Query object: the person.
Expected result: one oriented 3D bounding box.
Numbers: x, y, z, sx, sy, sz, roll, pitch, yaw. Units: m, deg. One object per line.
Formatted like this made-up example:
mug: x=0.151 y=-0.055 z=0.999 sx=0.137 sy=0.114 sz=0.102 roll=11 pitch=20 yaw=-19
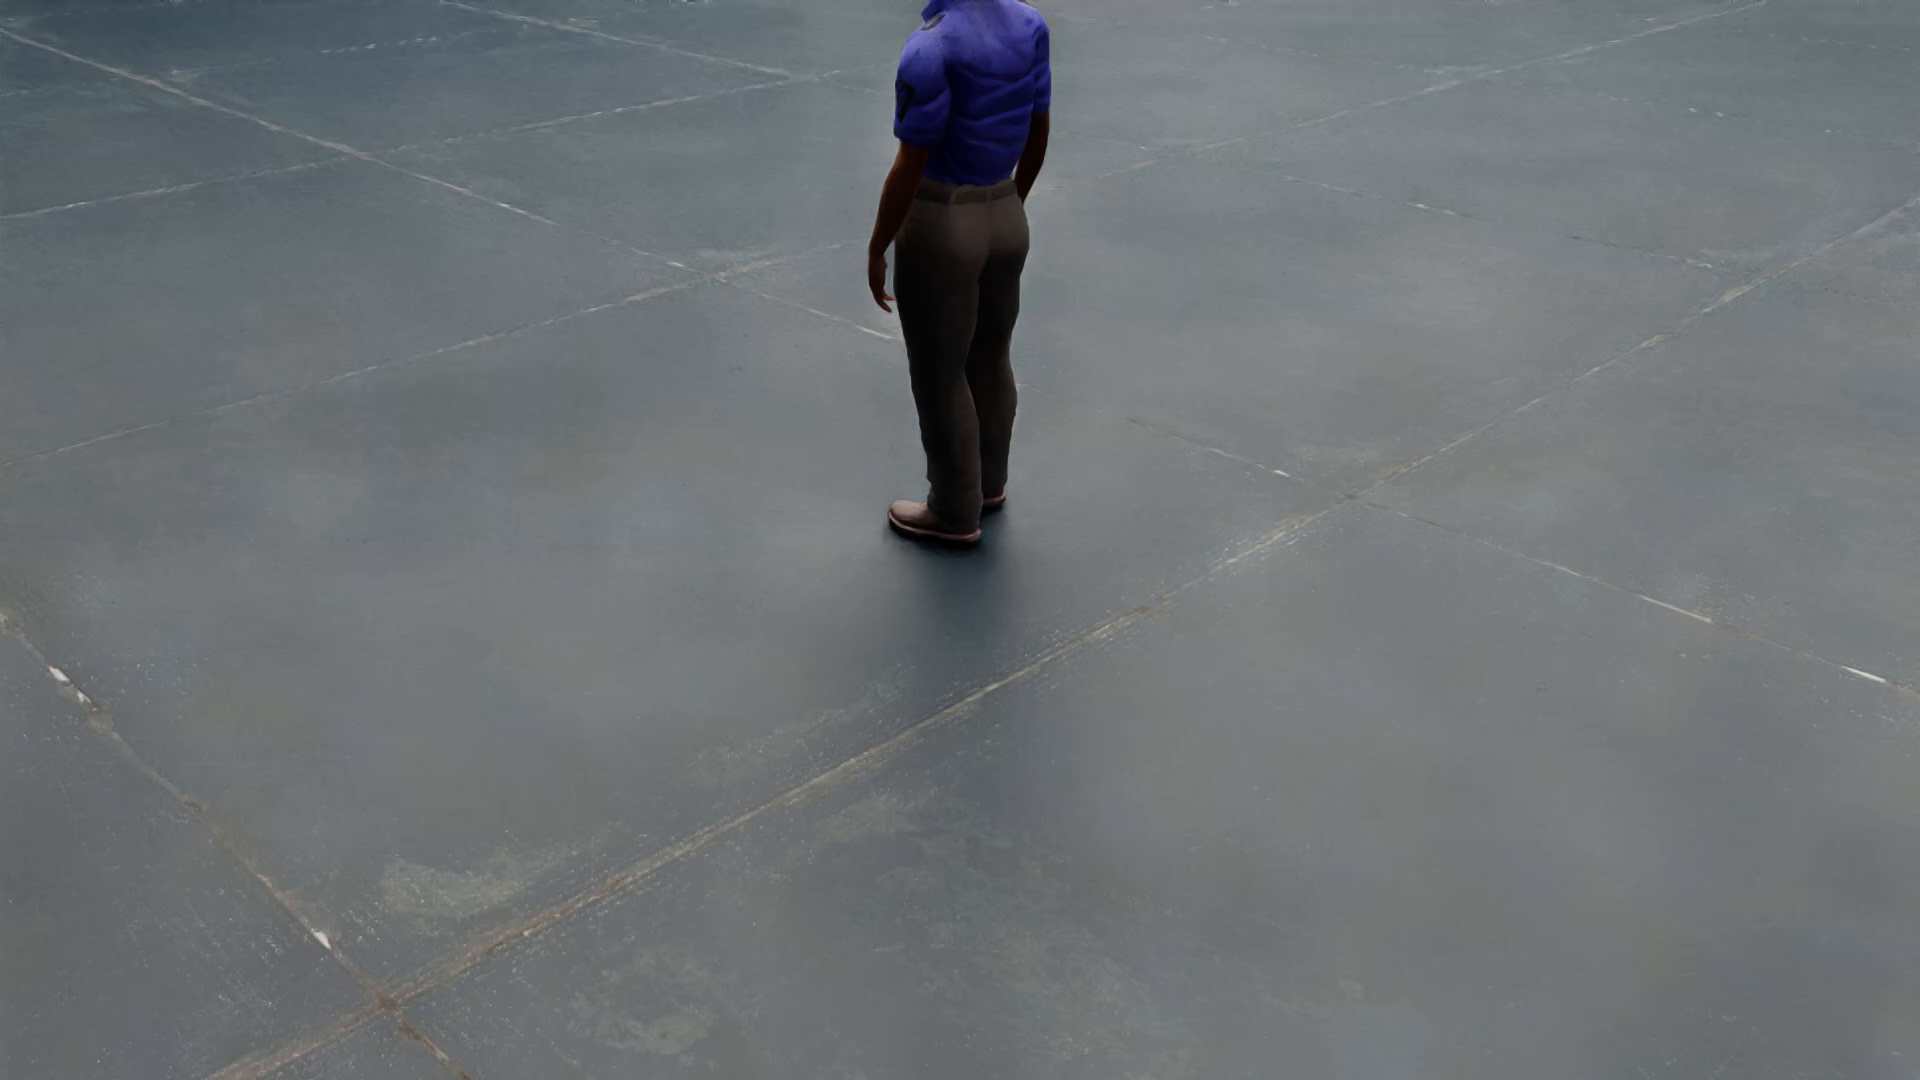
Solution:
person: x=-0.048 y=-0.778 z=4.246 sx=0.570 sy=1.642 sz=0.503 roll=-24 pitch=35 yaw=-39
